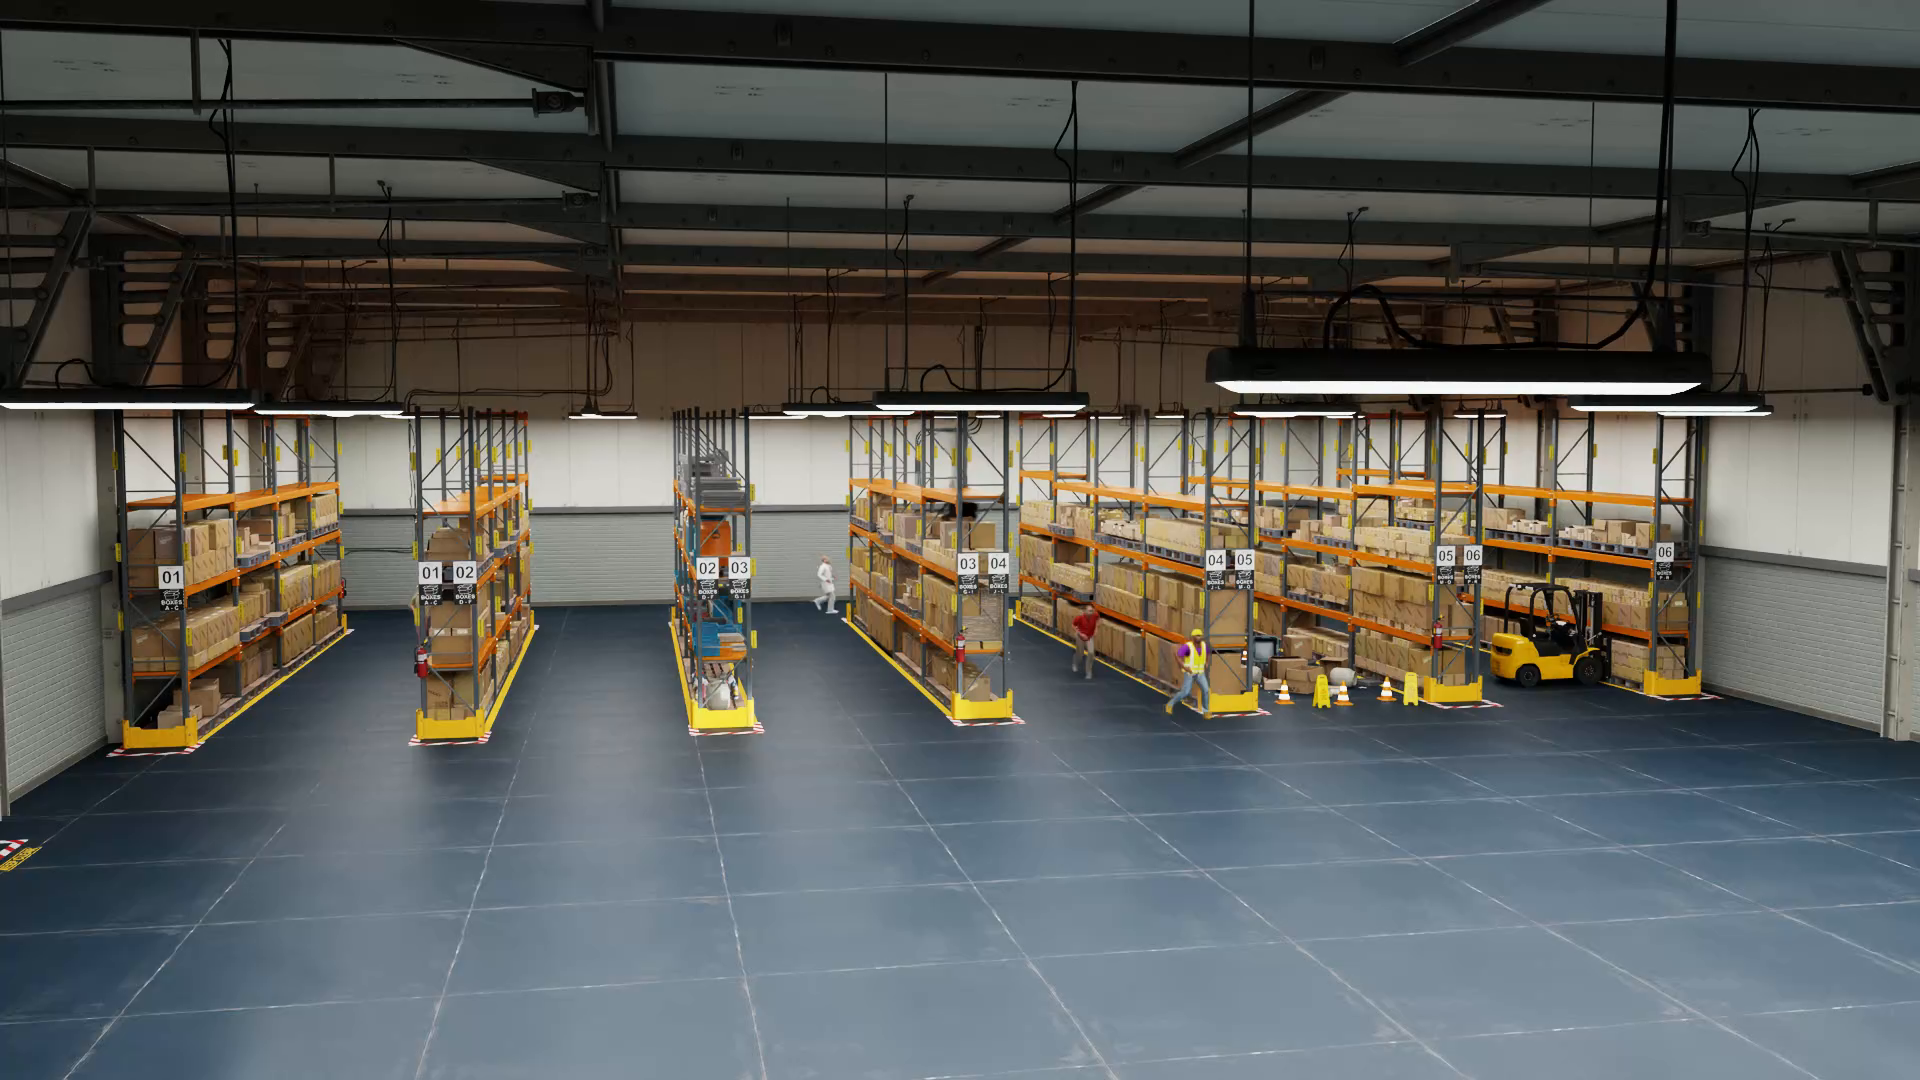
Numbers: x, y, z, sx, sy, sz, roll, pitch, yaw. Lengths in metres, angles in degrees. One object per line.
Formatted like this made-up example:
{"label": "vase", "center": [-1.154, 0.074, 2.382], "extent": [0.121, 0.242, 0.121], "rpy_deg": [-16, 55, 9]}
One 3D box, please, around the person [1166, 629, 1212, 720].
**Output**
{"label": "person", "center": [4.498, 2.587, 32.174], "extent": [0.915, 1.761, 0.744], "rpy_deg": [-2, 5, -28]}

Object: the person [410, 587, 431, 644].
{"label": "person", "center": [-13.590, 1.939, 41.990], "extent": [0.581, 1.620, 0.566], "rpy_deg": [-1, 4, -8]}

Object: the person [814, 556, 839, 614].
{"label": "person", "center": [-4.012, 1.328, 49.628], "extent": [0.804, 1.733, 0.715], "rpy_deg": [1, 4, 12]}

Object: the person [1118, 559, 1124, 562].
{"label": "person", "center": [4.578, 1.461, 47.571], "extent": [0.660, 1.805, 0.878], "rpy_deg": [-2, 4, -23]}

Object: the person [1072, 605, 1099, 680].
{"label": "person", "center": [2.776, 2.268, 37.409], "extent": [0.702, 1.693, 1.019], "rpy_deg": [-1, 4, -20]}
